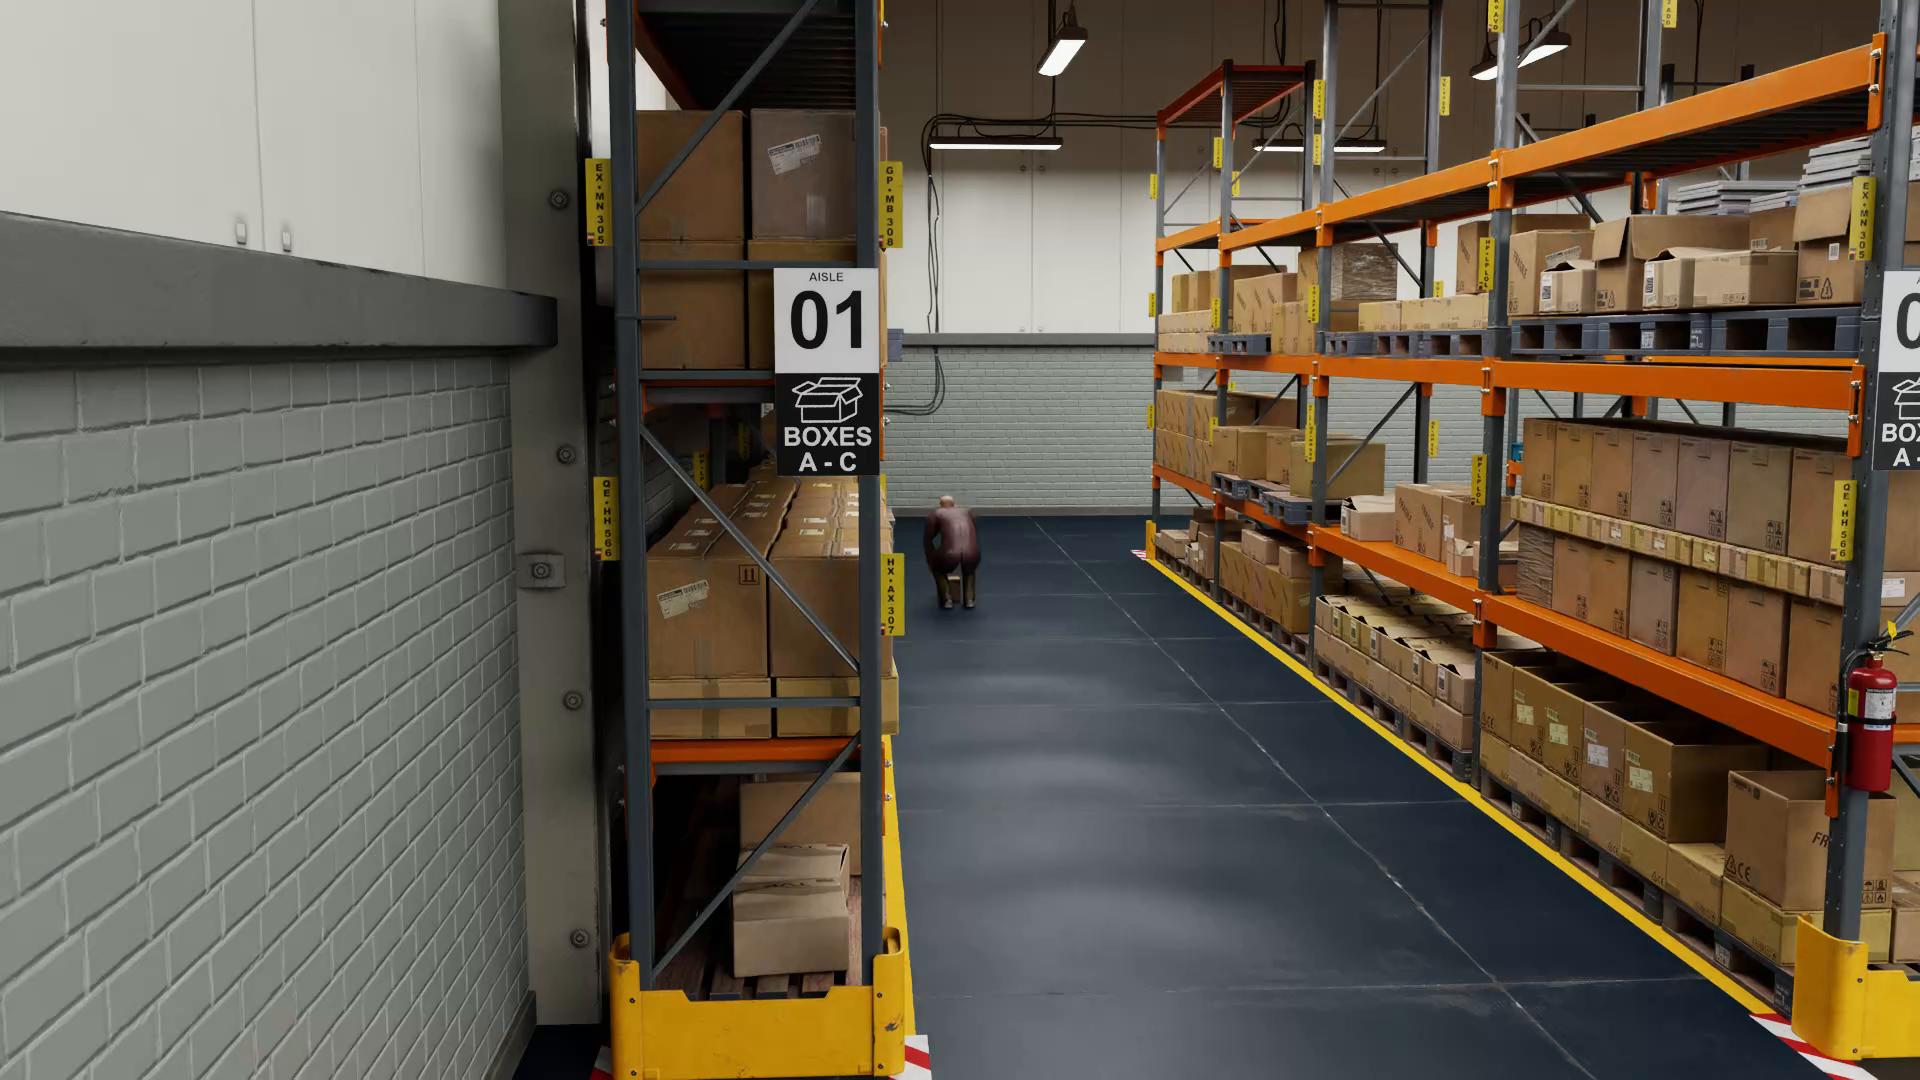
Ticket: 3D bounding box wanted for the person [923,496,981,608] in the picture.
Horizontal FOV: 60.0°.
[{"bbox_3d":[-0.077,0.135,18.590,0.629,1.211,0.815,-1,7,-9],"label":"person"}]
